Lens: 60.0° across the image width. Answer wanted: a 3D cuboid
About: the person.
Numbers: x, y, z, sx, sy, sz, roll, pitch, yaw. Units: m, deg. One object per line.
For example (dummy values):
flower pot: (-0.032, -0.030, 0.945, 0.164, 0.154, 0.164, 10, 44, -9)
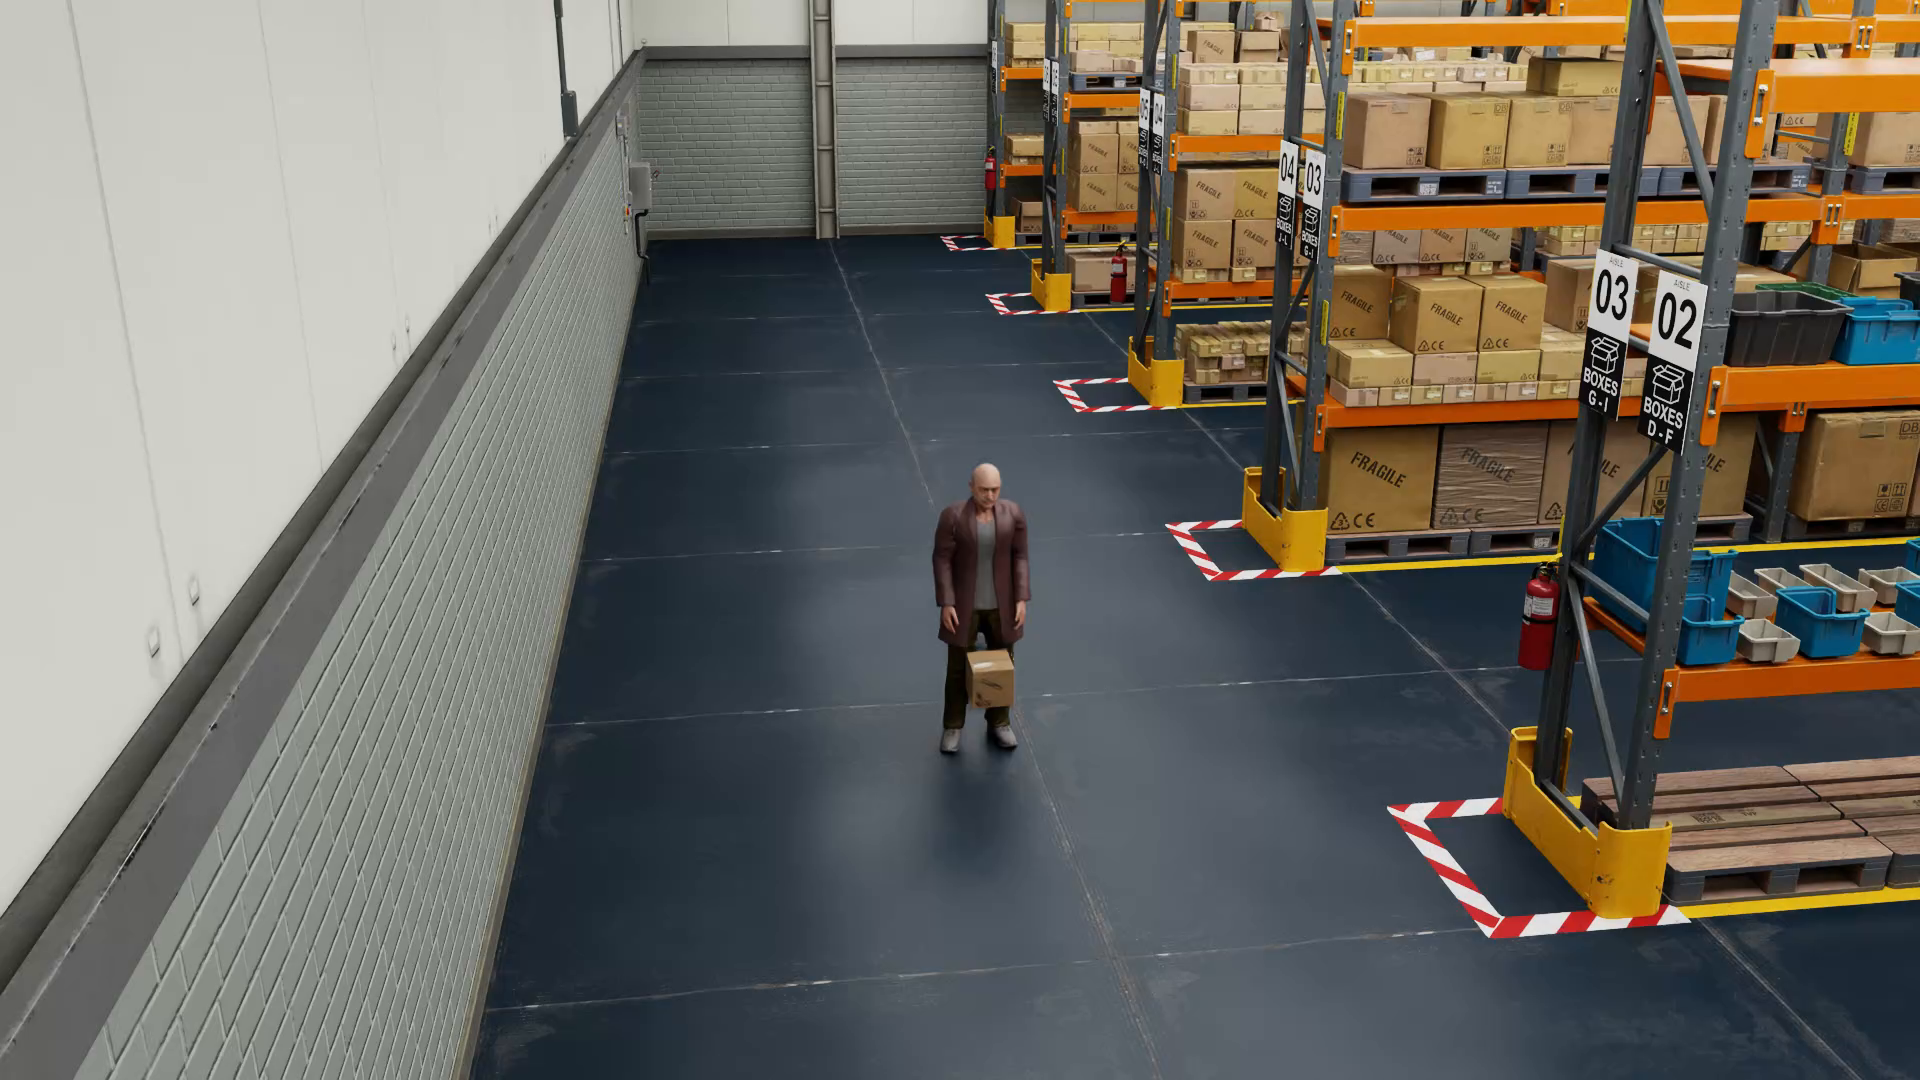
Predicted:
person: (0.153, 0.391, 10.003, 0.654, 1.774, 0.421, -4, 20, -11)
